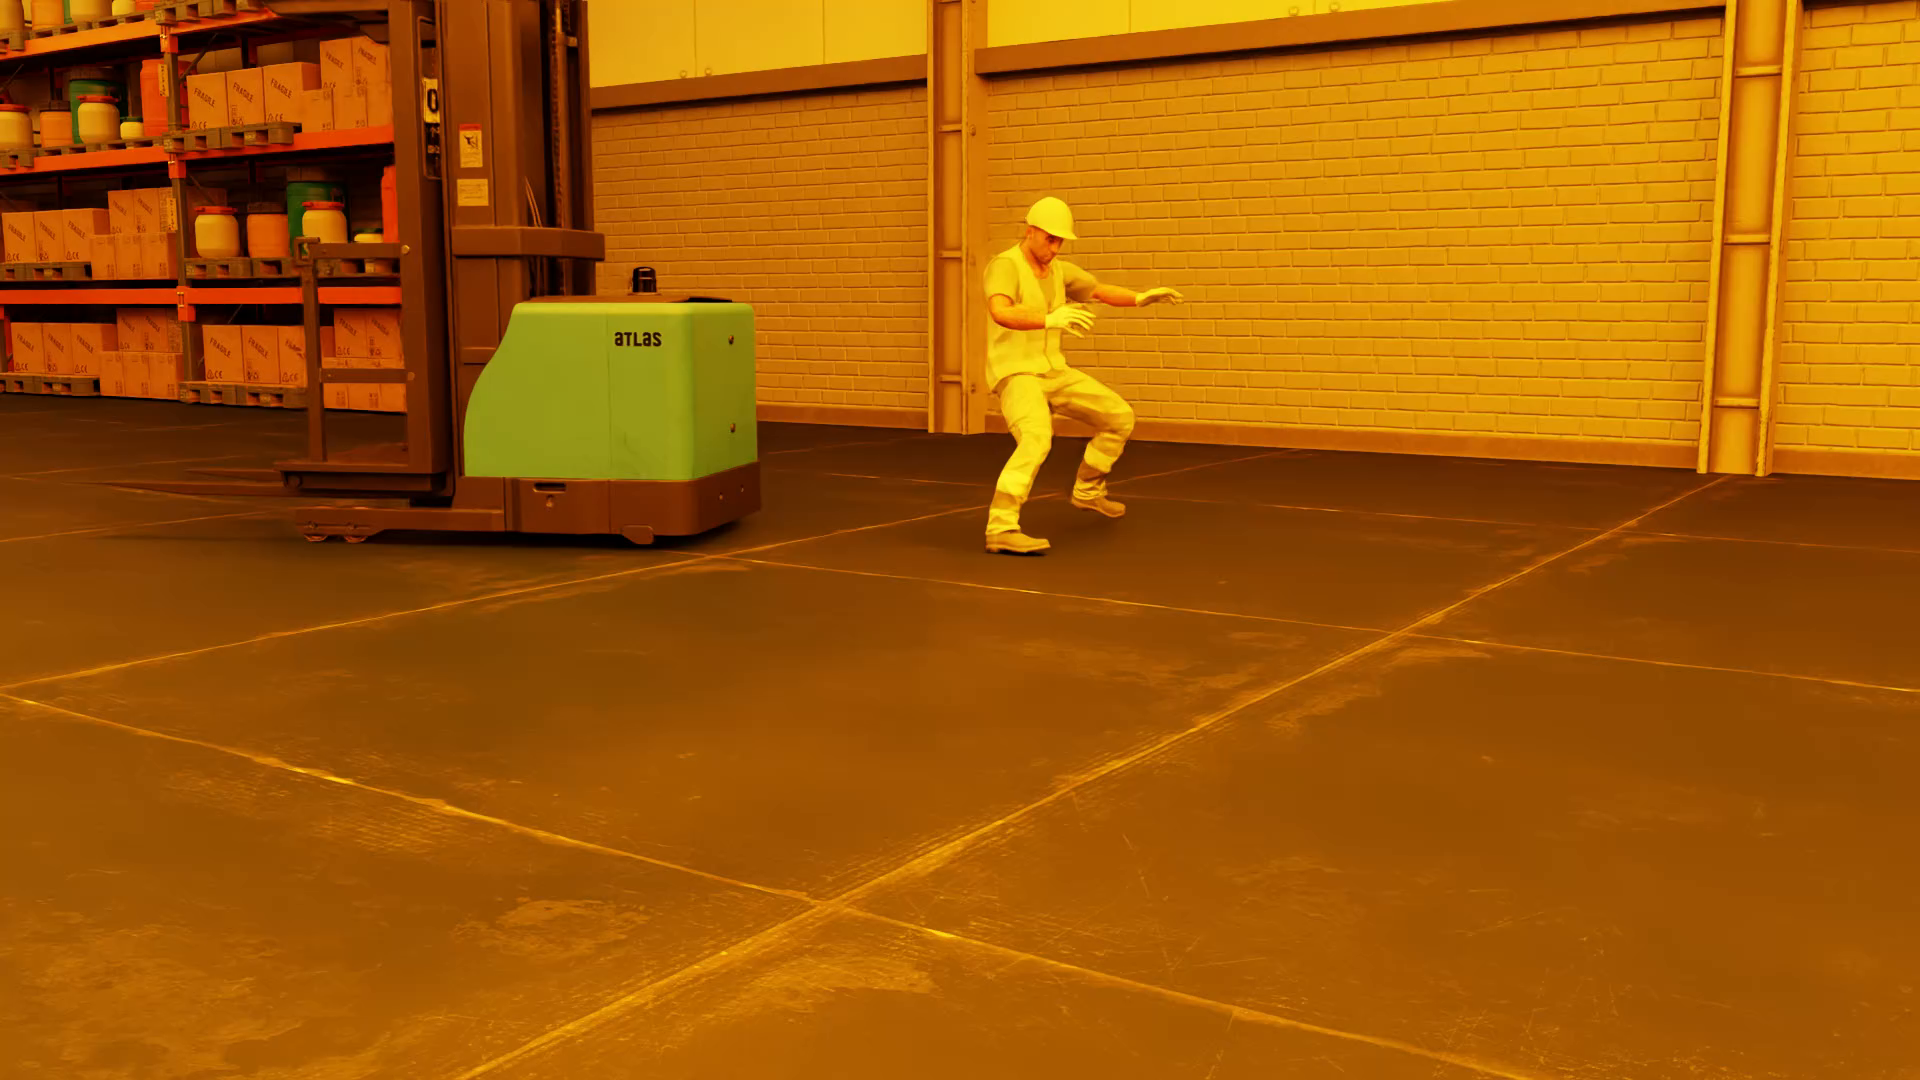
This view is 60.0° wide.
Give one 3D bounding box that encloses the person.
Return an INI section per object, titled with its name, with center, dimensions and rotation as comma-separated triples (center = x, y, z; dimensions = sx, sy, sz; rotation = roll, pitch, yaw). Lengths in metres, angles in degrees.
[person]
center = 0.474, -0.782, 7.612
dimensions = 0.691, 1.547, 1.228
rotation = 8, 11, 43

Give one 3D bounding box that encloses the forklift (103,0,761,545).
[forklift]
center = -2.543, -1.508, 7.796
dimensions = 3.031, 2.935, 1.130
rotation = 2, 8, 11
